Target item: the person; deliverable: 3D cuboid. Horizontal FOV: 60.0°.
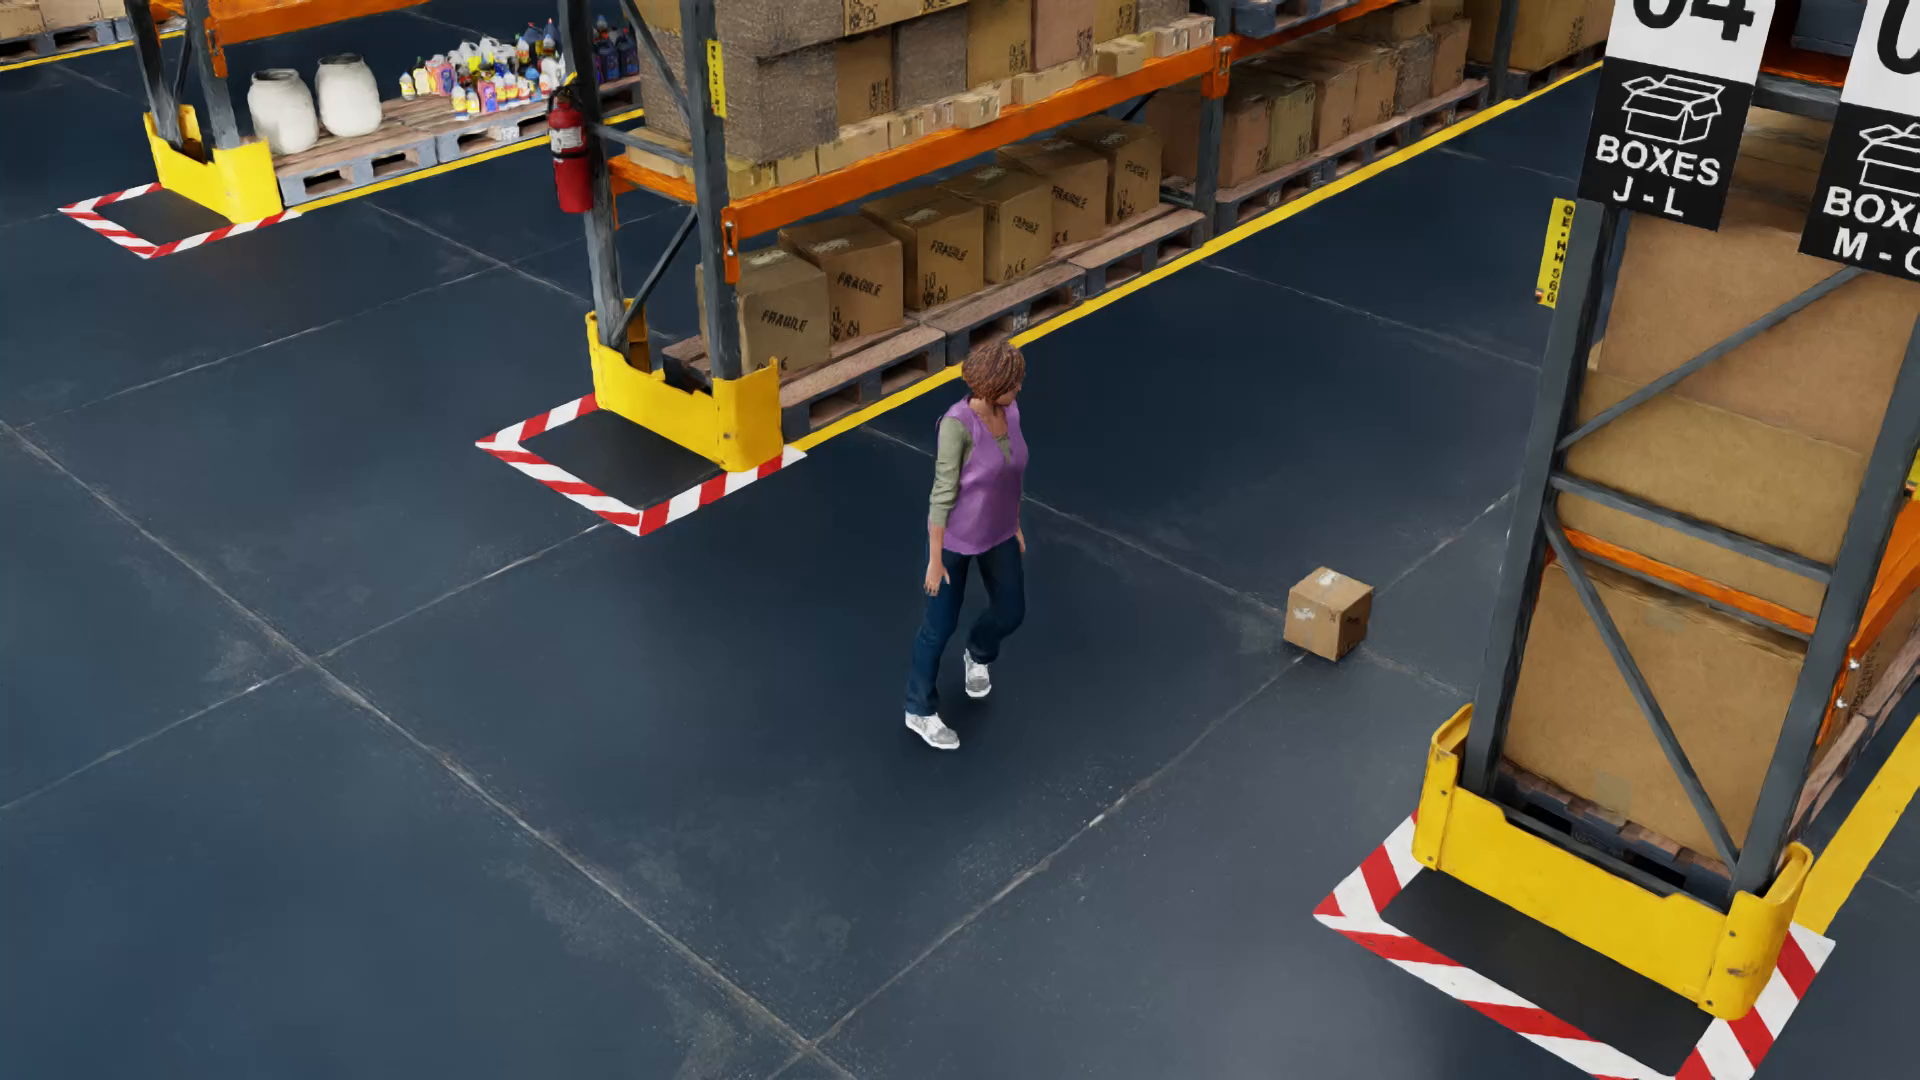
[{"bbox_3d":[0.024,0.005,6.157,0.526,1.569,0.372,-24,39,-33],"label":"person"}]
